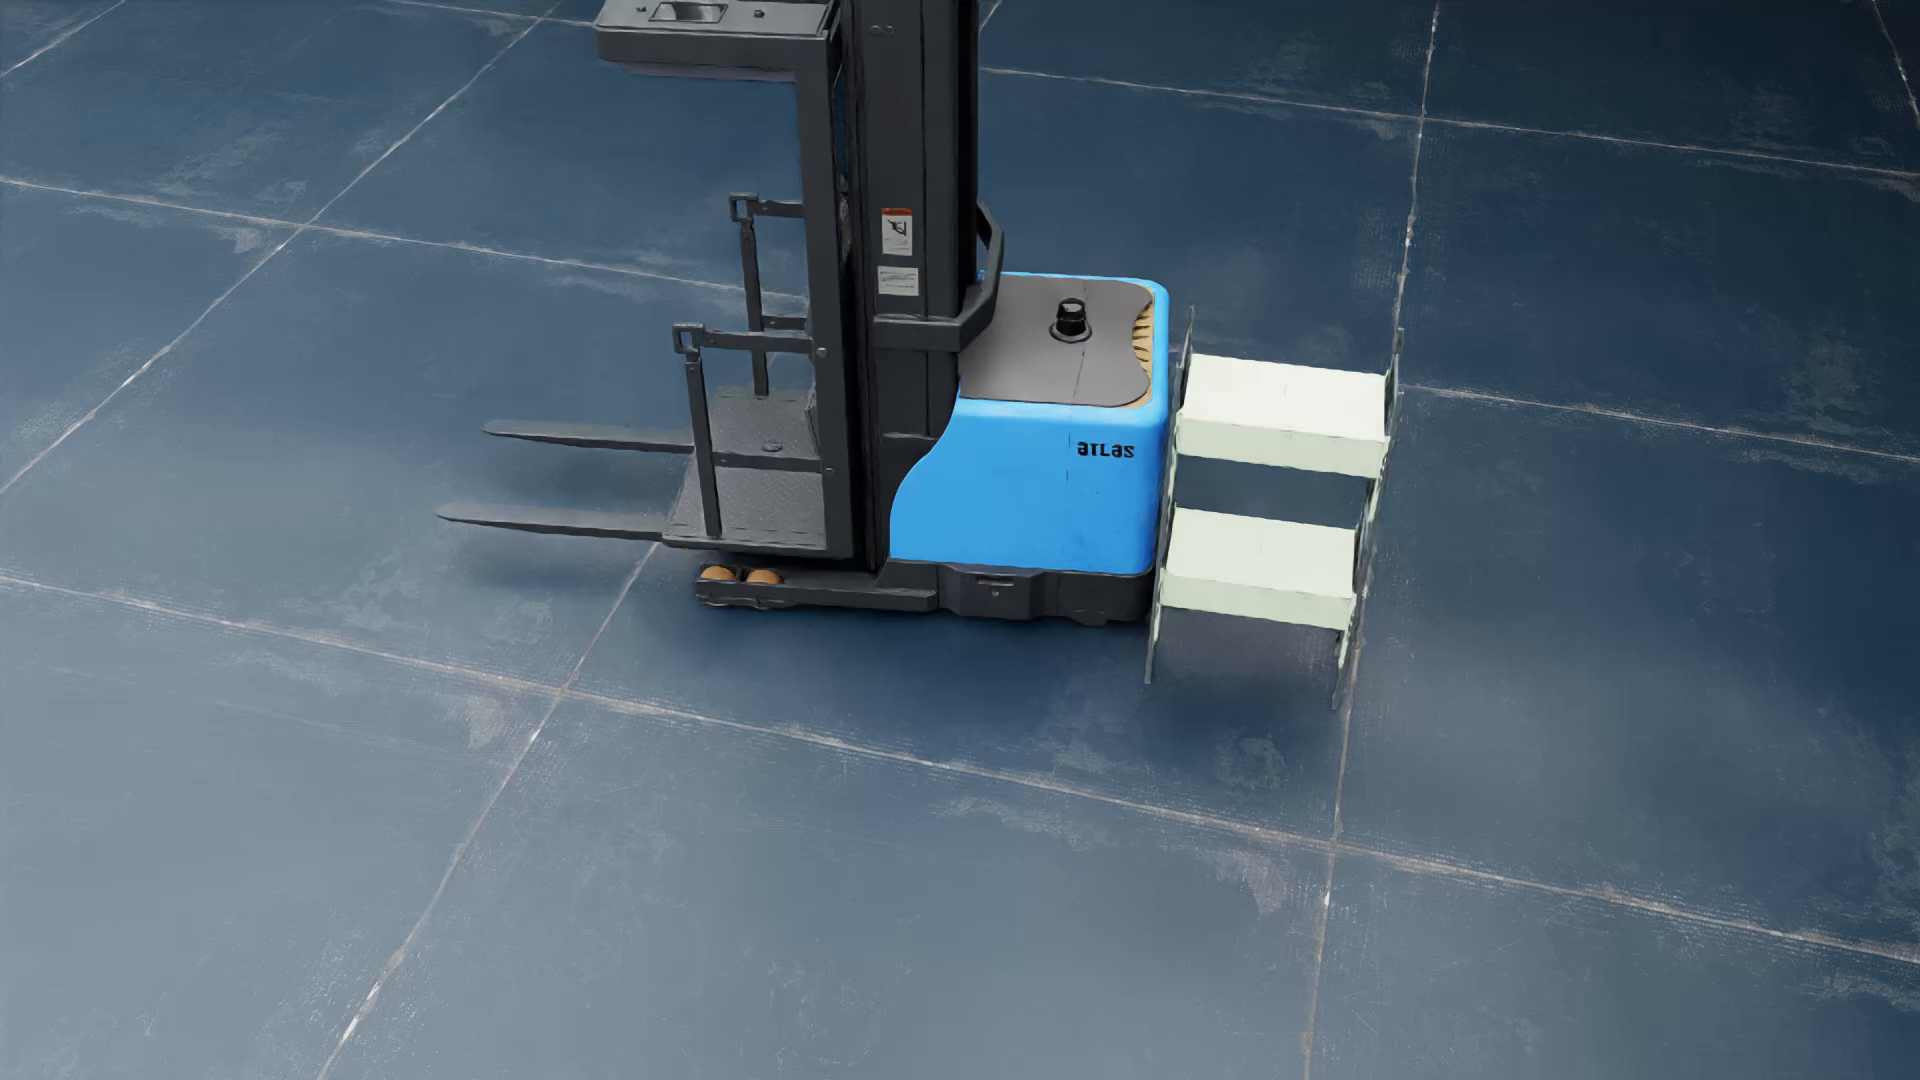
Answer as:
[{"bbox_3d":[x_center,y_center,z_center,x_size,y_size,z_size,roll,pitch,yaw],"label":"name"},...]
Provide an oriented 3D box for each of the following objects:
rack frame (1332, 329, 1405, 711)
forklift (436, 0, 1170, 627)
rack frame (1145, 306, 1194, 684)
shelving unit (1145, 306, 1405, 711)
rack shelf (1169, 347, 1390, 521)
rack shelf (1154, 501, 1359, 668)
[{"bbox_3d":[1.498,-0.036,6.127,0.023,1.500,0.400,8,41,9],"label":"rack frame"},{"bbox_3d":[-0.676,-1.168,6.362,3.031,2.935,1.130,4,40,5],"label":"forklift"},{"bbox_3d":[0.781,-0.132,6.241,0.023,1.500,0.400,8,41,9],"label":"rack frame"},{"bbox_3d":[1.140,-0.084,6.184,0.755,1.500,0.431,8,41,9],"label":"shelving unit"},{"bbox_3d":[1.140,-0.383,5.933,0.720,0.370,0.431,8,41,9],"label":"rack shelf"},{"bbox_3d":[1.140,0.166,6.393,0.720,0.370,0.431,8,41,9],"label":"rack shelf"}]
